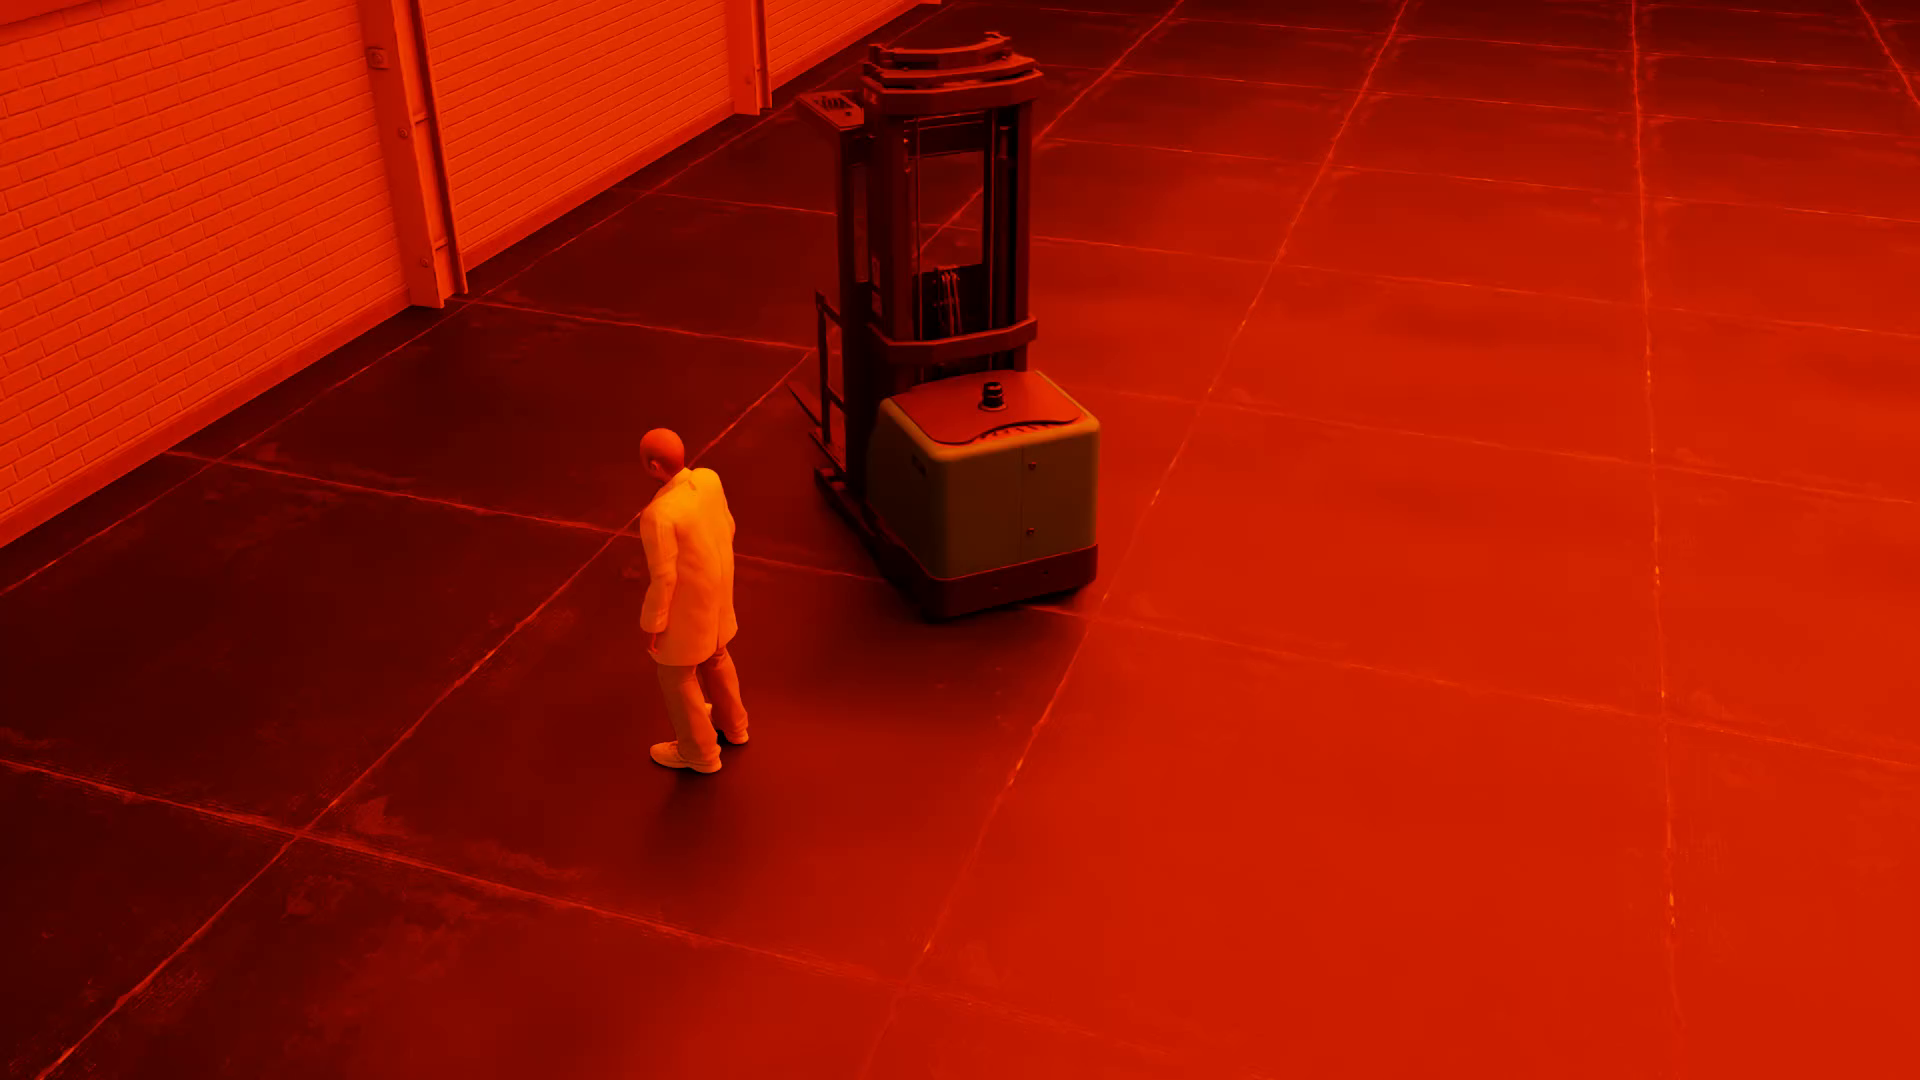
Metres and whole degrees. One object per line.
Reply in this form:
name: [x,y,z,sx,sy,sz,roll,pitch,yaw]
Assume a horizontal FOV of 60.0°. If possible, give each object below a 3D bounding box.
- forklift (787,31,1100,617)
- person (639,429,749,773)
forklift: [-0.277,-1.557,9.868,1.130,2.935,3.031,-12,32,-21]
person: [-1.277,0.286,7.803,0.423,1.774,0.653,14,33,23]
